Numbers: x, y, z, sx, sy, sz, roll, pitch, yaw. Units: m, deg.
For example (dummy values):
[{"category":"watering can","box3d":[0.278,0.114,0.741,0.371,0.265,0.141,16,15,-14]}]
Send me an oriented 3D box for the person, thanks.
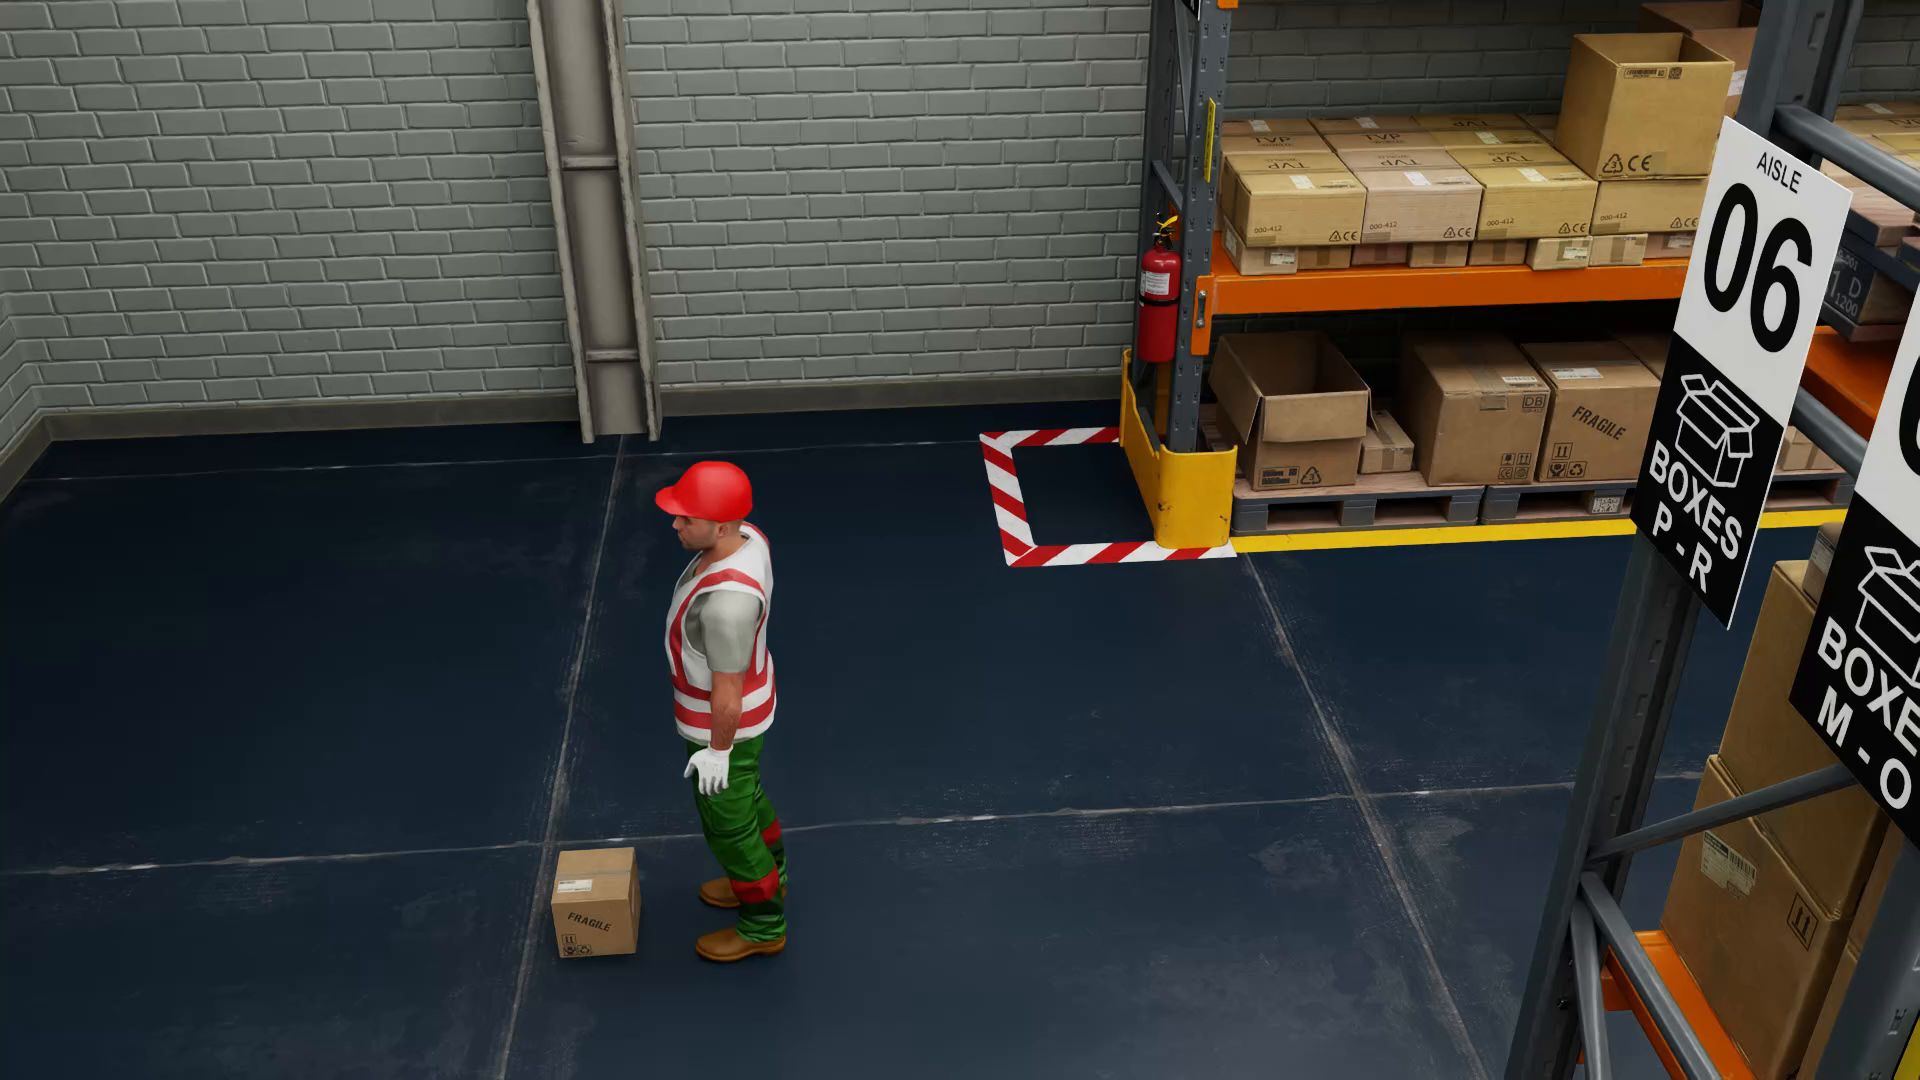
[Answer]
[{"category":"person","box3d":[-0.727,0.545,5.197,0.335,1.785,0.524,-2,31,-3]}]
